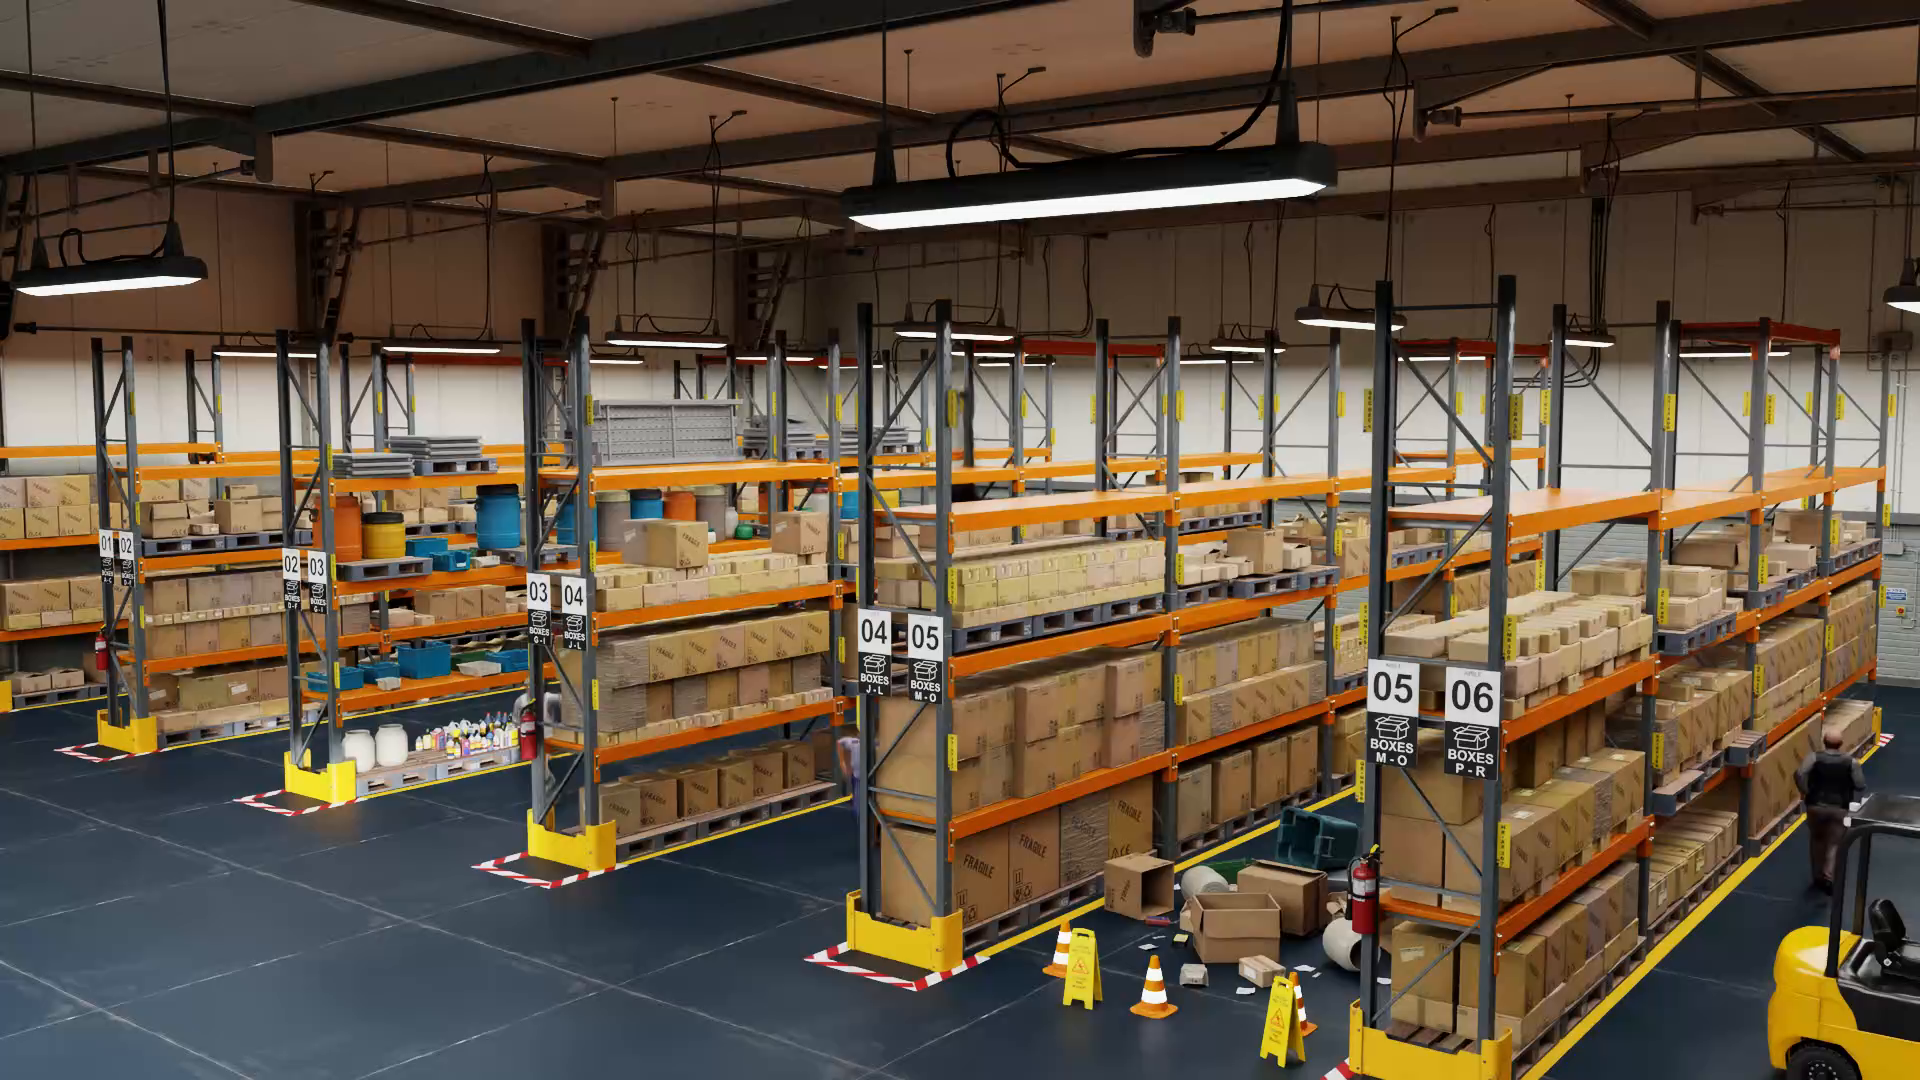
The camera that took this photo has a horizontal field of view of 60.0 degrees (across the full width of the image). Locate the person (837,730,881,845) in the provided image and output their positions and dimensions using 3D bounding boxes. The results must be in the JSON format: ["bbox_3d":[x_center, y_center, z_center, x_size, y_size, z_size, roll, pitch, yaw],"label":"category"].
[{"bbox_3d":[-1.089,2.788,18.852,0.637,1.480,0.857,0,5,4],"label":"person"}]

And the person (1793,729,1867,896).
[{"bbox_3d":[8.943,2.808,17.115,0.655,1.750,0.928,3,6,31],"label":"person"}]

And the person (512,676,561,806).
[{"bbox_3d":[-5.205,2.492,20.619,0.631,1.698,0.861,1,5,16],"label":"person"}]
